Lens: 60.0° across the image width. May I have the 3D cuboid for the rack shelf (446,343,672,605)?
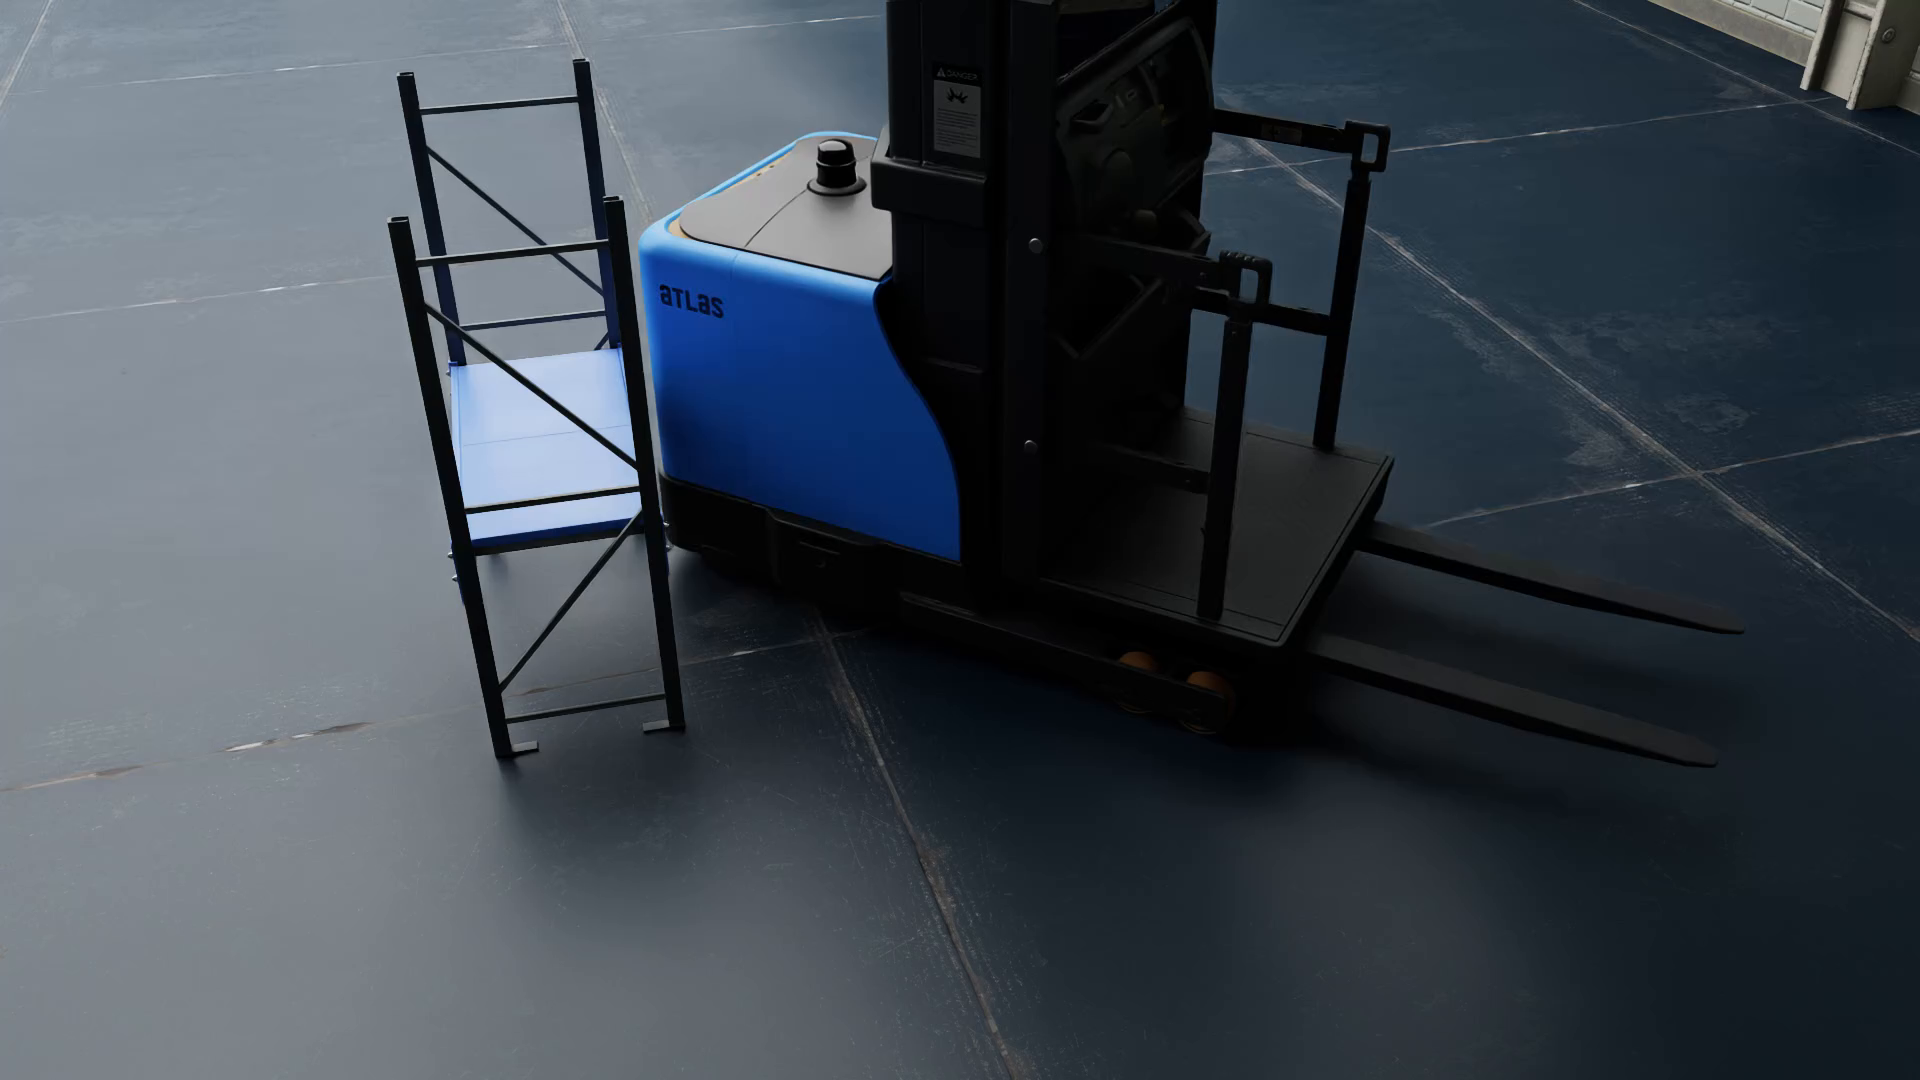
[{"bbox_3d":[-1.116,-0.217,4.544,0.538,0.185,1.000,-8,34,-12],"label":"rack shelf"}]

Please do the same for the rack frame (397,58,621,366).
[{"bbox_3d":[-1.245,-0.638,4.855,0.500,1.500,0.032,-8,34,-12],"label":"rack frame"}]

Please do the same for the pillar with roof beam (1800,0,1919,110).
[{"bbox_3d":[0.615,-5.387,5.240,9.100,9.000,0.400,-10,35,-15],"label":"pillar with roof beam"}]

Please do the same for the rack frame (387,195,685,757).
[{"bbox_3d":[-0.987,-0.096,4.035,0.500,1.500,0.032,-8,34,-12],"label":"rack frame"}]

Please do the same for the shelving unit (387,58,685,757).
[{"bbox_3d":[-1.116,-0.367,4.445,0.538,1.500,1.048,-8,34,-12],"label":"shelving unit"}]

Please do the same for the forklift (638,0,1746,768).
[{"bbox_3d":[0.637,-1.037,4.161,3.031,2.935,1.130,16,37,23],"label":"forklift"}]
